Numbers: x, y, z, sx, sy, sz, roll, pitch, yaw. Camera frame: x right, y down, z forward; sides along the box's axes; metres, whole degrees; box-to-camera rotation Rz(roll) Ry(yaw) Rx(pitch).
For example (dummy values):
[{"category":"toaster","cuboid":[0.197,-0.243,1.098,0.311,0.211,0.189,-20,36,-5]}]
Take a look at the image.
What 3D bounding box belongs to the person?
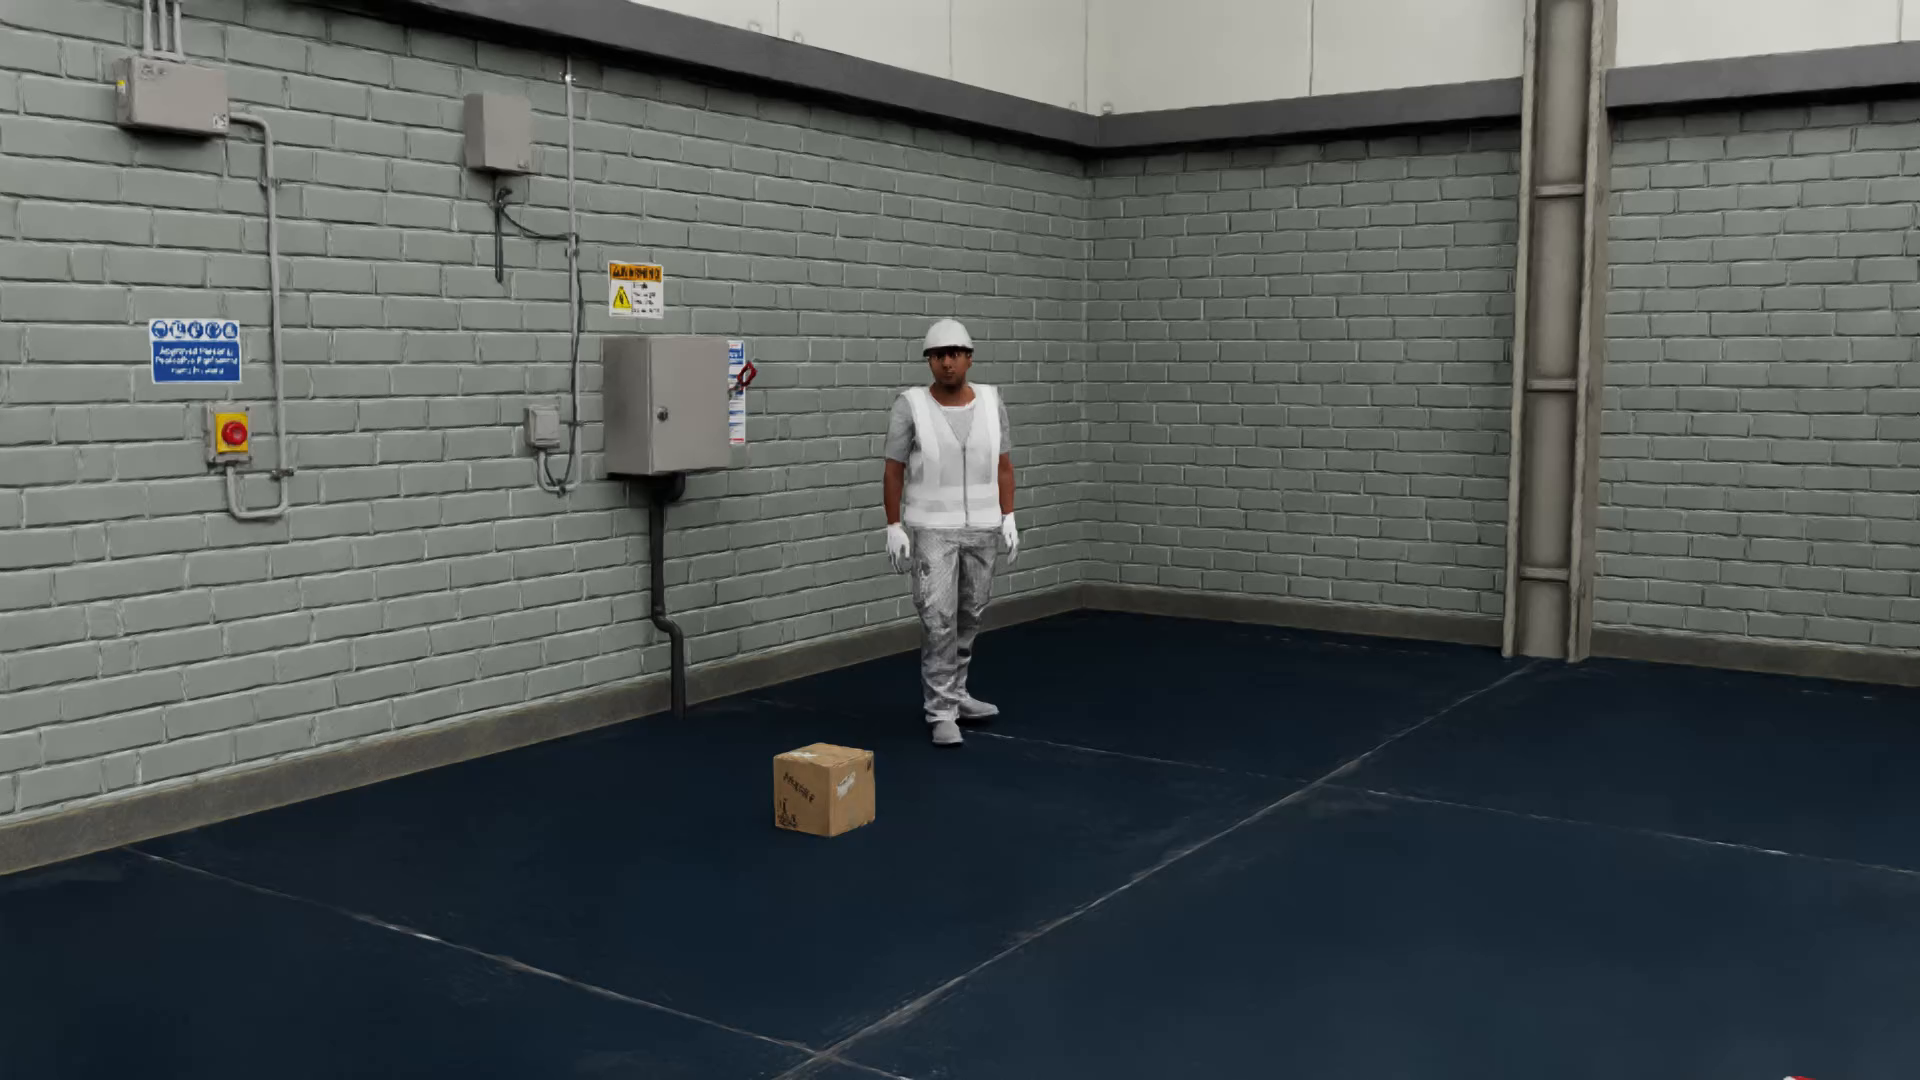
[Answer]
[{"category":"person","cuboid":[-0.040,-0.049,7.100,0.585,1.776,0.587,-3,7,-23]}]
